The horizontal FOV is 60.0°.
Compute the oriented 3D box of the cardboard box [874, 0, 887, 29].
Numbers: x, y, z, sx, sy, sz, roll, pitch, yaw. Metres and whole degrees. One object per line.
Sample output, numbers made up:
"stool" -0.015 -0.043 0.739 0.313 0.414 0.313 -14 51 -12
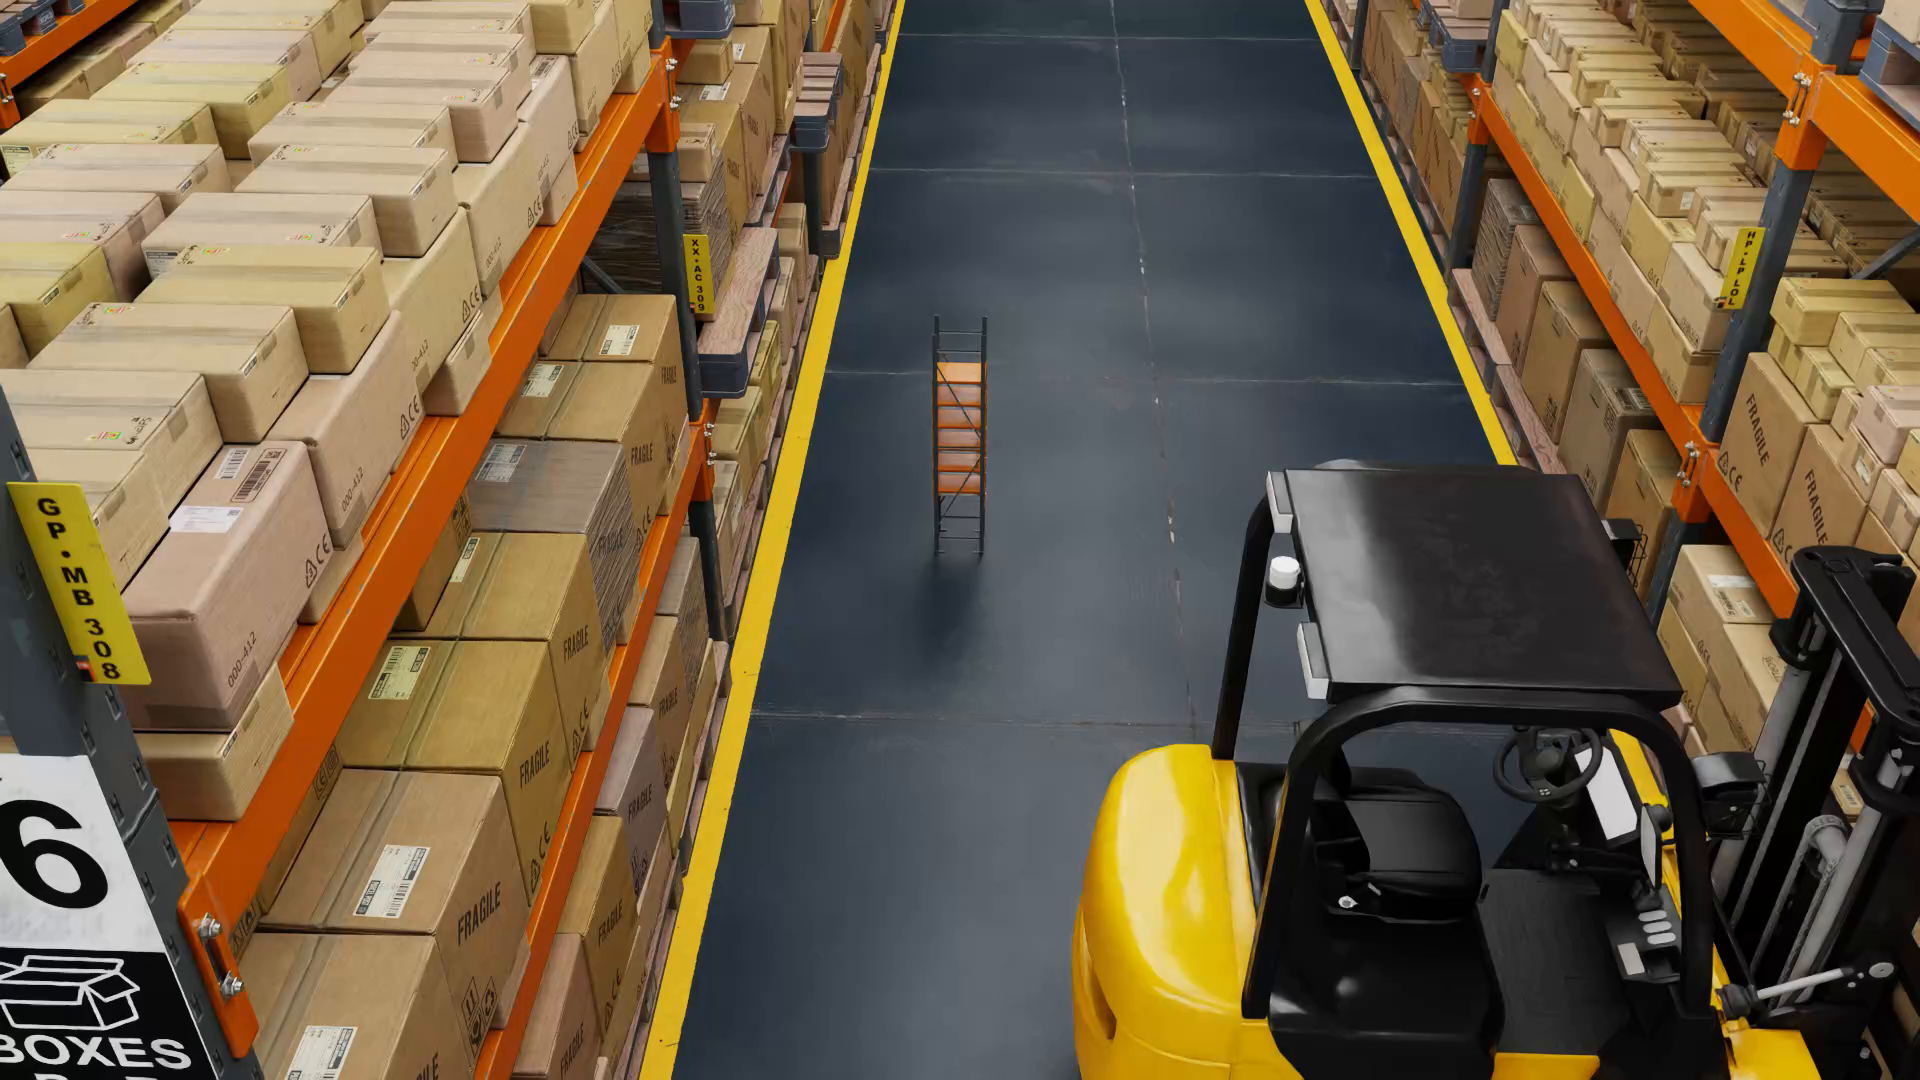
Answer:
"cardboard box" -1.084 -4.741 14.251 0.875 0.438 0.875 1 35 1

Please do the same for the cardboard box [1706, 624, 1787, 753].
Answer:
"cardboard box" 3.059 0.557 6.005 0.500 0.250 0.500 1 35 2

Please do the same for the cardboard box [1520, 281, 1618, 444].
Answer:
"cardboard box" 3.499 -0.929 8.663 0.875 0.625 0.625 0 35 0

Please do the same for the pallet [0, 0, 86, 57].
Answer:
"pallet" -6.405 -3.351 10.577 1.213 0.211 1.003 1 35 2

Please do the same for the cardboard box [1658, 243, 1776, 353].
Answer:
"cardboard box" 3.186 -0.982 6.734 0.500 0.250 0.500 1 35 1

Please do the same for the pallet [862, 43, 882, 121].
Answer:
"pallet" -1.172 -3.674 13.294 1.003 0.211 1.213 1 35 2

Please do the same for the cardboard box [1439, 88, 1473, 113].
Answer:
"cardboard box" 3.384 -2.861 10.957 0.380 0.149 0.250 0 35 0

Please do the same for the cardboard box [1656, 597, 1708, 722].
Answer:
"cardboard box" 3.094 0.468 6.566 0.500 0.250 0.500 1 35 2

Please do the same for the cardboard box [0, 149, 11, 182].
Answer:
"cardboard box" -6.044 -2.567 11.103 0.500 0.500 0.500 0 35 0

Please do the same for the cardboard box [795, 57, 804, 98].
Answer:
"cardboard box" -1.059 -2.535 9.102 0.380 0.149 0.250 1 35 1

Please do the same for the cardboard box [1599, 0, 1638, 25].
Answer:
"cardboard box" 3.772 -2.964 9.207 0.380 0.149 0.250 2 35 3

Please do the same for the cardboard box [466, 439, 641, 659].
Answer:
"cardboard box" -1.337 0.029 5.254 0.500 0.500 0.500 2 35 3

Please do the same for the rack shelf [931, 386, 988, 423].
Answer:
"rack shelf" -0.001 -0.643 7.781 0.258 0.103 0.180 1 35 2

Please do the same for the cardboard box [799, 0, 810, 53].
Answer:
"cardboard box" -1.118 -3.028 9.239 0.500 0.500 0.500 0 35 1

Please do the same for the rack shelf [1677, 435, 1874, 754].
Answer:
"rack shelf" 3.342 0.892 4.997 1.077 0.370 4.000 1 35 2

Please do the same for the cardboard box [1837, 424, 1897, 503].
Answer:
"cardboard box" 3.071 -0.241 5.333 0.380 0.149 0.250 2 35 3

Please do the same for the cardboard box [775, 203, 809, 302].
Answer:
"cardboard box" -1.410 -1.734 10.029 0.950 0.372 0.625 -1 35 -1

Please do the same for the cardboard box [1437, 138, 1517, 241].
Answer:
"cardboard box" 3.385 -2.246 10.646 0.500 0.500 0.500 2 35 3

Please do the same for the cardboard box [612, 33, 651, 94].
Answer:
"cardboard box" -1.245 -1.599 5.527 0.380 0.149 0.250 1 35 2

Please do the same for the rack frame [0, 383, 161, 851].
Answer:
"rack frame" -1.698 -0.820 1.590 1.000 3.000 0.127 1 35 2

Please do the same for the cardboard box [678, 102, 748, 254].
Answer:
"cardboard box" -1.213 -1.548 7.134 0.500 0.500 0.500 1 35 2

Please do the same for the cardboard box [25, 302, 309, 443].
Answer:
"cardboard box" -1.414 -0.303 2.988 0.380 0.149 0.250 1 35 2

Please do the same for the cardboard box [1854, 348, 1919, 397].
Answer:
"cardboard box" 3.191 -0.504 5.448 0.380 0.149 0.250 1 35 1

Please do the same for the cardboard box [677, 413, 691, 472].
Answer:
"cardboard box" -1.246 -0.369 6.385 0.380 0.149 0.250 1 35 1

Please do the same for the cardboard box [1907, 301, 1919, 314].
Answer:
"cardboard box" 3.699 -0.980 6.731 0.500 0.250 0.500 1 35 1

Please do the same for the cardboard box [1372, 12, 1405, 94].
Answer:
"cardboard box" 3.488 -3.717 12.740 0.500 0.500 0.500 1 35 1

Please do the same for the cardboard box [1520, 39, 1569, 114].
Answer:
"cardboard box" 3.300 -2.455 8.831 0.500 0.250 0.500 2 35 3

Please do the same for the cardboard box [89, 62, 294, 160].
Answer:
"cardboard box" -1.856 -1.046 4.045 0.380 0.149 0.250 2 35 3

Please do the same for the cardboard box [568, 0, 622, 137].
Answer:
"cardboard box" -1.306 -1.401 4.898 0.500 0.250 0.500 1 35 1

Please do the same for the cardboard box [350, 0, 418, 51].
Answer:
"cardboard box" -1.840 -1.408 4.908 0.500 0.250 0.500 1 35 1

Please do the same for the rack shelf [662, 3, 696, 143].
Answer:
"rack shelf" -1.457 -2.745 7.565 1.077 0.370 4.000 1 35 2

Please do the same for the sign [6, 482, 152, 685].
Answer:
"sign" -1.156 0.062 2.184 0.100 0.325 0.005 1 35 2

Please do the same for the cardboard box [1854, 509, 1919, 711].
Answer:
"cardboard box" 3.120 0.248 5.202 0.500 0.500 0.500 1 35 1

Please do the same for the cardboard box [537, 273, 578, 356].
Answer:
"cardboard box" -1.772 -0.987 5.831 0.700 0.500 0.500 1 35 1

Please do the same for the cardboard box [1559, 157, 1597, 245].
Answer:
"cardboard box" 3.259 -1.656 8.127 0.500 0.250 0.500 2 35 3

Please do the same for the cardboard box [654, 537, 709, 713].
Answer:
"cardboard box" -1.293 0.329 6.547 0.500 0.500 0.500 1 35 1

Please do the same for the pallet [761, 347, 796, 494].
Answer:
"pallet" -1.462 -0.673 9.024 1.003 0.211 1.213 1 35 2

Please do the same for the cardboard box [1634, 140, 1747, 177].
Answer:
"cardboard box" 3.220 -1.650 7.338 0.380 0.149 0.250 1 35 1

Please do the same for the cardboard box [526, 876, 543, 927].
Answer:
"cardboard box" -1.357 0.957 4.498 0.380 0.149 0.250 2 35 3

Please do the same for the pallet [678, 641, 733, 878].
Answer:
"pallet" -1.529 0.864 6.837 1.003 0.211 1.213 1 35 2

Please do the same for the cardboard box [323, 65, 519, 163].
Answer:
"cardboard box" -1.299 -1.034 4.029 0.380 0.149 0.250 2 35 3

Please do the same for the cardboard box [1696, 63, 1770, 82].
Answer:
"cardboard box" 3.847 -2.227 8.159 0.380 0.149 0.250 1 35 1

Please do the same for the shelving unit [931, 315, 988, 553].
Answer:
"shelving unit" -0.001 -0.483 7.893 0.258 1.200 0.189 1 35 2

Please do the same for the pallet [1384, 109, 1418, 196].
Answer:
"pallet" 3.702 -2.835 12.101 1.003 0.211 1.213 1 35 2

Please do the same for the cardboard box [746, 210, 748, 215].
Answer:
"cardboard box" -1.182 -1.639 7.827 0.380 0.149 0.250 2 35 2

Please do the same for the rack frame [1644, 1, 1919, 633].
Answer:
"rack frame" 3.422 -0.551 6.425 1.000 3.000 0.127 1 35 2

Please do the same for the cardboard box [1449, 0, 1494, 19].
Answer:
"cardboard box" 3.226 -3.304 10.196 0.380 0.149 0.250 2 35 3

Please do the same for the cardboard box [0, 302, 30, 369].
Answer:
"cardboard box" -1.939 -0.311 3.001 0.380 0.149 0.250 1 35 1

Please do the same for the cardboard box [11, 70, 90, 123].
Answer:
"cardboard box" -6.058 -2.864 10.873 0.500 0.250 0.500 0 35 0

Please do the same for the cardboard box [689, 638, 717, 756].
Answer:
"cardboard box" -1.293 0.636 6.763 0.500 0.250 0.500 3 35 4

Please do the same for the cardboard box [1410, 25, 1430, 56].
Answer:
"cardboard box" 3.473 -3.610 12.023 0.380 0.149 0.250 3 35 4

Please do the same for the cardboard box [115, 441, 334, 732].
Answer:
"cardboard box" -1.412 0.064 2.813 0.500 0.250 0.500 1 35 1

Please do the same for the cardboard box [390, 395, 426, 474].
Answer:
"cardboard box" -1.402 -0.273 3.639 0.380 0.149 0.250 0 35 0

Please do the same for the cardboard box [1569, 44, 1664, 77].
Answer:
"cardboard box" 3.303 -2.382 8.379 0.380 0.149 0.250 2 35 2

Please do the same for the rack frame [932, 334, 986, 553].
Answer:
"rack frame" -0.004 -0.430 7.818 0.240 1.200 0.006 1 35 2

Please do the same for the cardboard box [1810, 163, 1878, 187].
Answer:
"cardboard box" 3.714 -1.498 7.122 0.380 0.149 0.250 1 35 1

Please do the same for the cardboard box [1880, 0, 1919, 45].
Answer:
"cardboard box" 3.101 -1.637 5.129 0.380 0.149 0.250 2 35 3
